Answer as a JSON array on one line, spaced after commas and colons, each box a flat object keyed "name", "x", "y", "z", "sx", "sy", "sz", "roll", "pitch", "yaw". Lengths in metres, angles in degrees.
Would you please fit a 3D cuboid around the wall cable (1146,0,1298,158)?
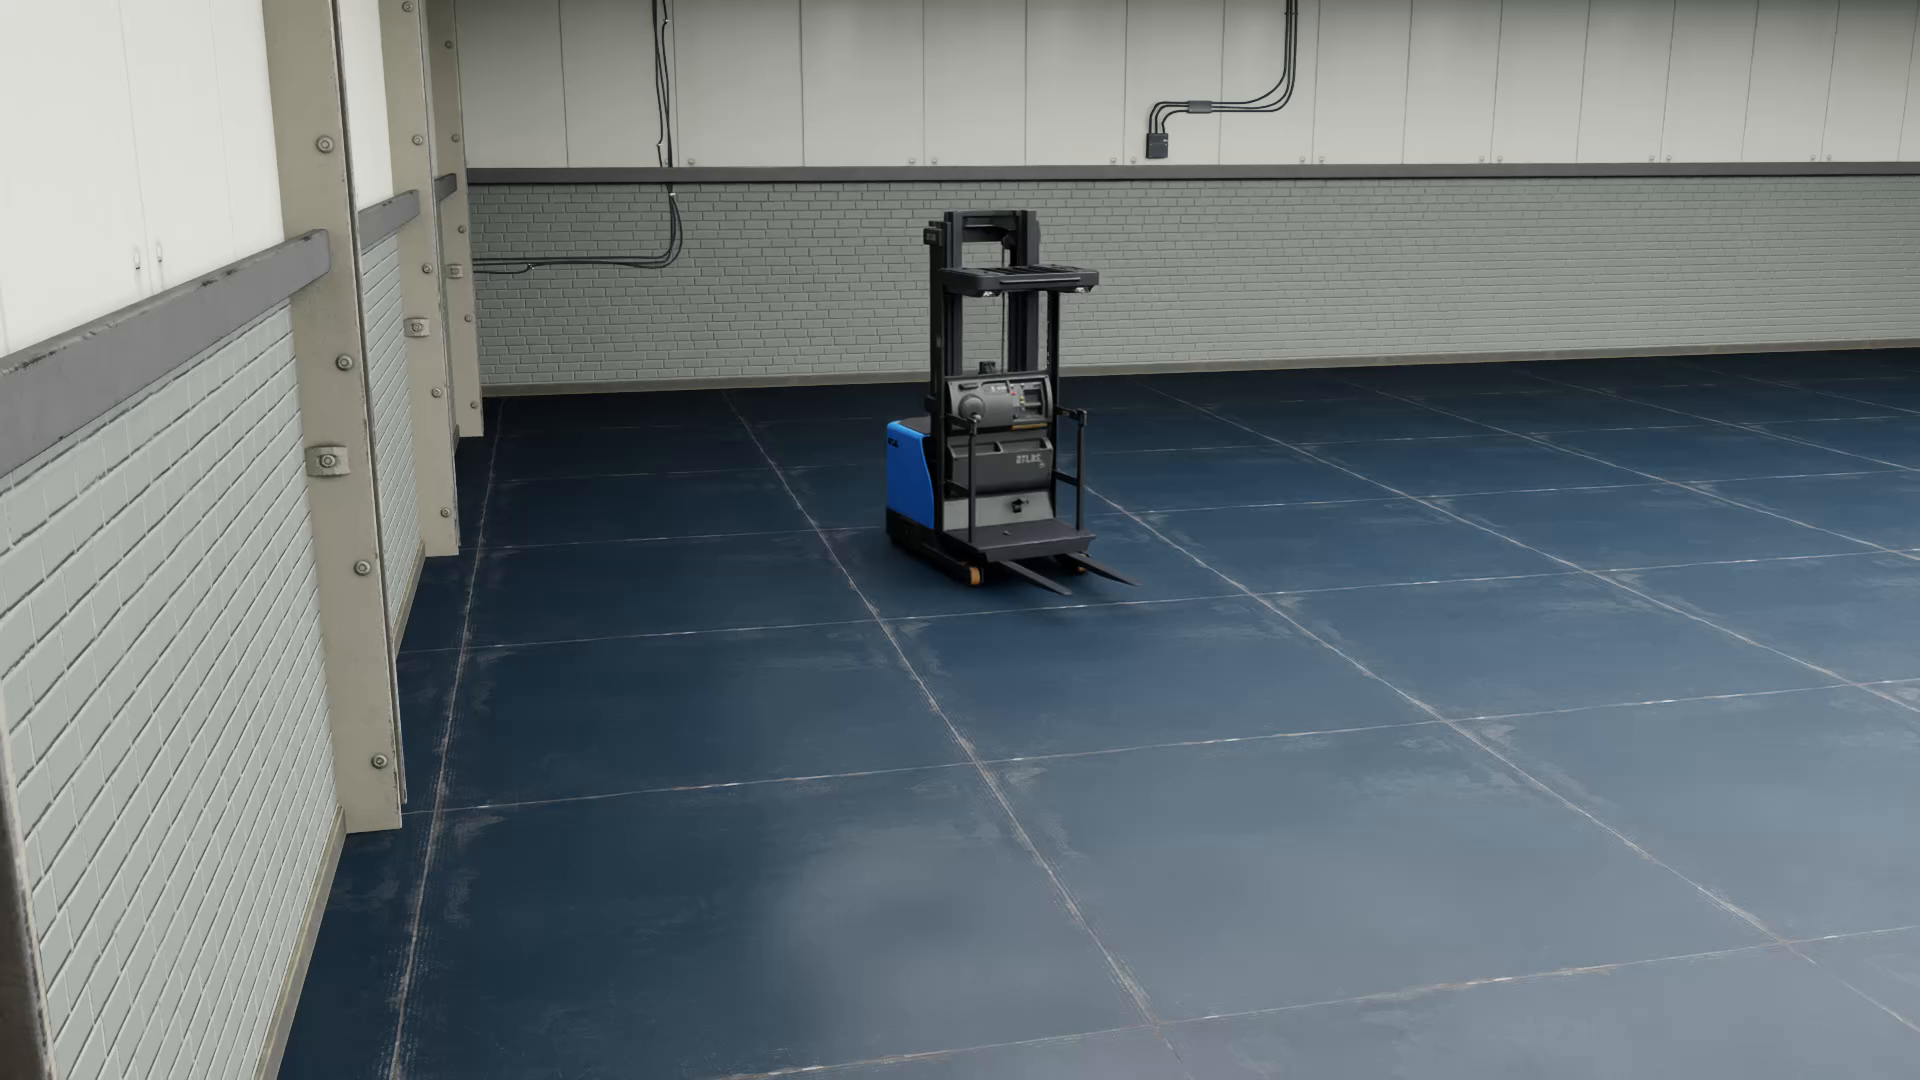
[{"name": "wall cable", "x": 3.875, "y": -8.594, "z": 23.977, "sx": 2.305, "sy": 6.003, "sz": 0.169, "roll": -3, "pitch": 14, "yaw": -13}]

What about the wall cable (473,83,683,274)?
[{"name": "wall cable", "x": -5.356, "y": -4.908, "z": 22.598, "sx": 3.097, "sy": 2.526, "sz": 0.112, "roll": -3, "pitch": 14, "yaw": -13}]

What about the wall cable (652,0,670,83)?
[{"name": "wall cable", "x": -2.727, "y": -7.512, "z": 22.616, "sx": 3.097, "sy": 2.526, "sz": 0.112, "roll": -3, "pitch": 14, "yaw": -13}]

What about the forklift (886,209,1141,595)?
[{"name": "forklift", "x": 0.427, "y": -1.164, "z": 13.517, "sx": 1.130, "sy": 2.935, "sz": 3.031, "roll": -6, "pitch": 15, "yaw": -25}]

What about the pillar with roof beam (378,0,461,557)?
[{"name": "pillar with roof beam", "x": -0.356, "y": -4.519, "z": 14.463, "sx": 9.100, "sy": 9.000, "sz": 0.400, "roll": -3, "pitch": 14, "yaw": -13}]

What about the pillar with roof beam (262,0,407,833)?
[{"name": "pillar with roof beam", "x": 1.053, "y": -3.135, "z": 8.798, "sx": 9.100, "sy": 9.000, "sz": 0.400, "roll": -3, "pitch": 14, "yaw": -13}]

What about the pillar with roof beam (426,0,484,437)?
[{"name": "pillar with roof beam", "x": -1.765, "y": -5.903, "z": 20.129, "sx": 9.100, "sy": 9.000, "sz": 0.400, "roll": -3, "pitch": 14, "yaw": -13}]
